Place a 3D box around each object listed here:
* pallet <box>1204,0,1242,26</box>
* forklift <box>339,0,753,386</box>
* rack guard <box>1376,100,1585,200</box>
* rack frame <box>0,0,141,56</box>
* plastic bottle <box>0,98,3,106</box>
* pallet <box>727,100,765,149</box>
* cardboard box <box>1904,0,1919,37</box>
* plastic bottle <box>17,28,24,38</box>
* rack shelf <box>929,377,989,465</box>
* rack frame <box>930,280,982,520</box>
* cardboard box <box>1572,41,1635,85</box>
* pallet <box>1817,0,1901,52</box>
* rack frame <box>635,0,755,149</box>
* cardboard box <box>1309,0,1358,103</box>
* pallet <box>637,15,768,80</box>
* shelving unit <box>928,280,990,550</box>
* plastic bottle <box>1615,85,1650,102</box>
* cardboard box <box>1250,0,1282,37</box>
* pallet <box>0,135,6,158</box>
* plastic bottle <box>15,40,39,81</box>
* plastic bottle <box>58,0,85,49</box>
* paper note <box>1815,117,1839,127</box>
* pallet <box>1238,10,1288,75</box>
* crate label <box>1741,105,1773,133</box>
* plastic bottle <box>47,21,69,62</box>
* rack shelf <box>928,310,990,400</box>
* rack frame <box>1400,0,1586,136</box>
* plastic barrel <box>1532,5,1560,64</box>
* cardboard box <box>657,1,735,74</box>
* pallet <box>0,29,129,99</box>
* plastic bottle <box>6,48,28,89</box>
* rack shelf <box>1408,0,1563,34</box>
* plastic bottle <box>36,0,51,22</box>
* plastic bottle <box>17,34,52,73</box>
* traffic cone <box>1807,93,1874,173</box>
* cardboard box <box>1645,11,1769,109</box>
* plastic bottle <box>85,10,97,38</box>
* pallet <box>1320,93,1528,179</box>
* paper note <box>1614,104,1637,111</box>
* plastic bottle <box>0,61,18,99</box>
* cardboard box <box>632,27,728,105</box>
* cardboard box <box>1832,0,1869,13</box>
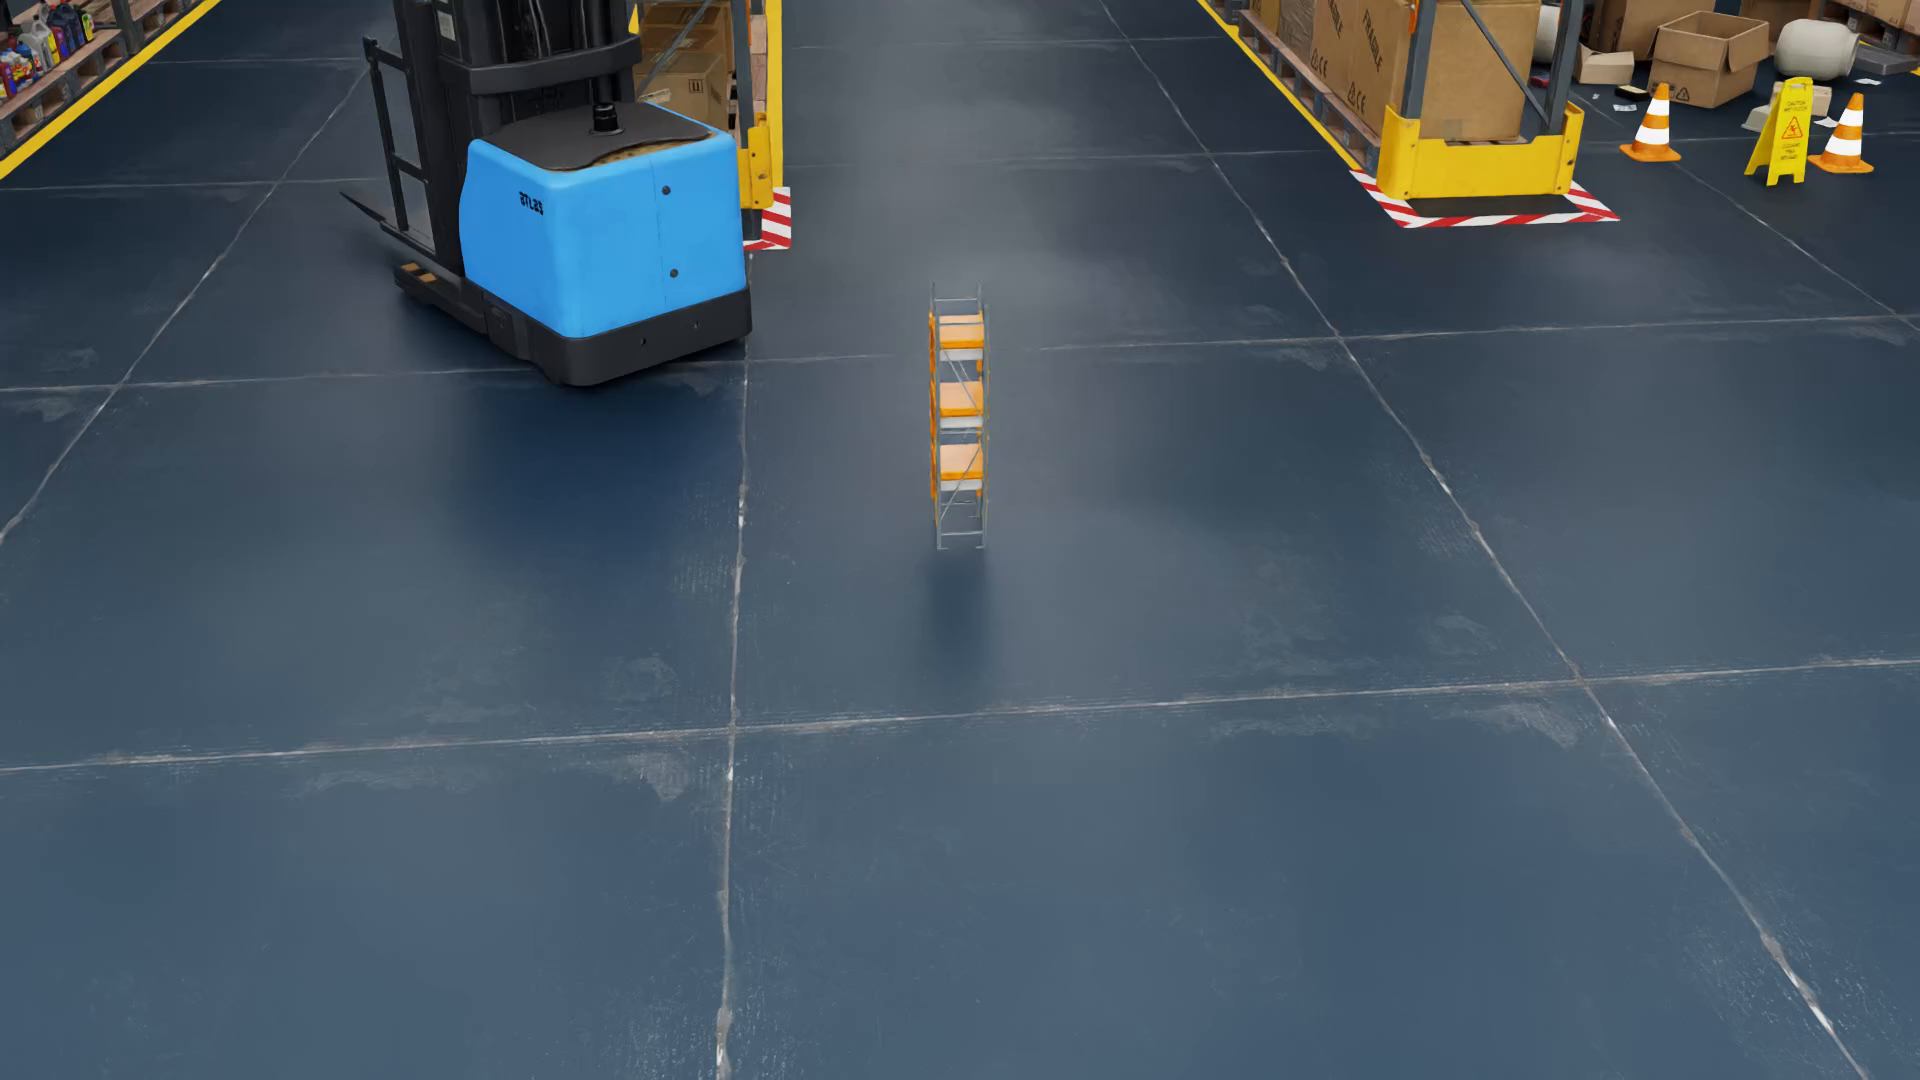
[{"bbox_3d":[2.697,-4.751,14.498,1.003,0.211,1.213,-3,31,-5],"label":"pallet"},{"bbox_3d":[-2.396,-2.657,8.340,1.130,2.935,3.031,-24,38,-35],"label":"forklift"},{"bbox_3d":[3.220,-2.430,10.331,1.175,0.500,0.348,-3,31,-5],"label":"rack guard"},{"bbox_3d":[-7.035,-5.134,12.421,1.000,3.000,0.127,-3,31,-5],"label":"rack frame"},{"bbox_3d":[-6.520,-3.050,11.163,0.097,0.271,0.097,0,31,0],"label":"plastic bottle"},{"bbox_3d":[-1.778,-2.588,10.876,1.003,0.211,1.213,-3,31,-5],"label":"pallet"},{"bbox_3d":[7.662,-3.990,12.776,0.500,0.250,0.500,-3,31,-5],"label":"cardboard box"},{"bbox_3d":[-6.739,-3.561,12.007,0.061,0.283,0.133,-3,31,-5],"label":"plastic bottle"},{"bbox_3d":[-0.005,-0.469,6.532,0.215,0.259,0.240,-3,31,-5],"label":"rack shelf"},{"bbox_3d":[-0.016,-0.540,6.631,0.200,1.050,0.008,-3,31,-5],"label":"rack frame"},{"bbox_3d":[4.838,-3.595,12.509,0.396,0.266,0.258,2,31,4],"label":"cardboard box"},{"bbox_3d":[7.861,-4.308,13.757,1.003,0.211,1.213,-3,31,-5],"label":"pallet"},{"bbox_3d":[-1.730,-3.330,9.399,1.000,3.000,0.127,-3,31,-5],"label":"rack frame"},{"bbox_3d":[3.004,-3.576,11.474,0.875,0.875,0.875,-3,31,-5],"label":"cardboard box"},{"bbox_3d":[-2.006,-3.833,12.962,1.003,0.211,1.213,-3,31,-5],"label":"pallet"},{"bbox_3d":[-0.005,-0.478,6.527,0.215,1.050,0.252,-3,31,-5],"label":"shelving unit"},{"bbox_3d":[4.900,-3.280,12.181,0.133,0.061,0.283,-14,33,-22],"label":"plastic bottle"},{"bbox_3d":[2.833,-4.501,13.024,0.875,0.875,0.875,-2,31,-4],"label":"cardboard box"},{"bbox_3d":[-6.786,-2.347,10.473,1.003,0.211,1.213,-3,31,-5],"label":"pallet"},{"bbox_3d":[-6.581,-3.380,11.715,0.097,0.271,0.097,0,31,0],"label":"plastic bottle"},{"bbox_3d":[-6.688,-3.871,12.460,0.144,0.351,0.185,-4,31,-6],"label":"plastic bottle"},{"bbox_3d":[6.066,-2.917,11.604,0.148,0.019,0.142,-14,33,-22],"label":"paper note"},{"bbox_3d":[2.837,-3.969,13.188,1.003,0.211,1.213,-3,31,-5],"label":"pallet"},{"bbox_3d":[5.603,-2.905,11.480,0.250,0.136,0.298,-20,36,-30],"label":"crate label"},{"bbox_3d":[-6.613,-3.663,12.177,0.061,0.283,0.133,-1,31,-1],"label":"plastic bottle"},{"bbox_3d":[-0.005,-0.713,6.386,0.215,0.259,0.240,-3,31,-5],"label":"rack shelf"},{"bbox_3d":[3.218,-3.516,9.711,1.000,3.000,0.127,-3,31,-5],"label":"rack frame"},{"bbox_3d":[4.477,-3.946,12.944,0.512,0.421,0.421,20,36,29],"label":"plastic barrel"},{"bbox_3d":[-1.909,-3.668,11.993,0.500,0.500,0.500,-5,31,-9],"label":"cardboard box"},{"bbox_3d":[-7.014,-3.592,12.559,1.003,0.211,1.213,-3,31,-5],"label":"pallet"},{"bbox_3d":[-6.562,-3.277,11.542,0.097,0.271,0.097,0,31,0],"label":"plastic bottle"},{"bbox_3d":[3.031,-4.228,11.605,1.077,0.370,4.000,-3,31,-5],"label":"rack shelf"},{"bbox_3d":[-6.831,-3.864,12.448,0.144,0.351,0.185,-3,31,-5],"label":"plastic bottle"},{"bbox_3d":[-6.629,-3.493,11.900,0.152,0.276,0.135,-2,31,-4],"label":"plastic bottle"},{"bbox_3d":[5.739,-2.646,10.729,0.336,0.463,0.334,-3,31,-5],"label":"traffic cone"},{"bbox_3d":[5.452,-3.508,12.133,0.637,0.503,0.797,27,40,37],"label":"cardboard box"},{"bbox_3d":[-6.691,-3.952,12.741,0.097,0.201,0.097,0,31,0],"label":"plastic bottle"},{"bbox_3d":[3.065,-2.723,11.103,1.003,0.211,1.213,-3,31,-5],"label":"pallet"},{"bbox_3d":[4.765,-3.101,11.913,0.144,0.017,0.142,8,32,13],"label":"paper note"},{"bbox_3d":[-6.523,-3.172,11.355,0.061,0.283,0.133,-2,31,-4],"label":"plastic bottle"},{"bbox_3d":[-1.862,-3.060,10.976,0.500,0.500,0.500,5,31,8],"label":"cardboard box"},{"bbox_3d":[7.549,-4.532,13.685,0.500,0.250,0.500,-4,31,-7],"label":"cardboard box"}]
